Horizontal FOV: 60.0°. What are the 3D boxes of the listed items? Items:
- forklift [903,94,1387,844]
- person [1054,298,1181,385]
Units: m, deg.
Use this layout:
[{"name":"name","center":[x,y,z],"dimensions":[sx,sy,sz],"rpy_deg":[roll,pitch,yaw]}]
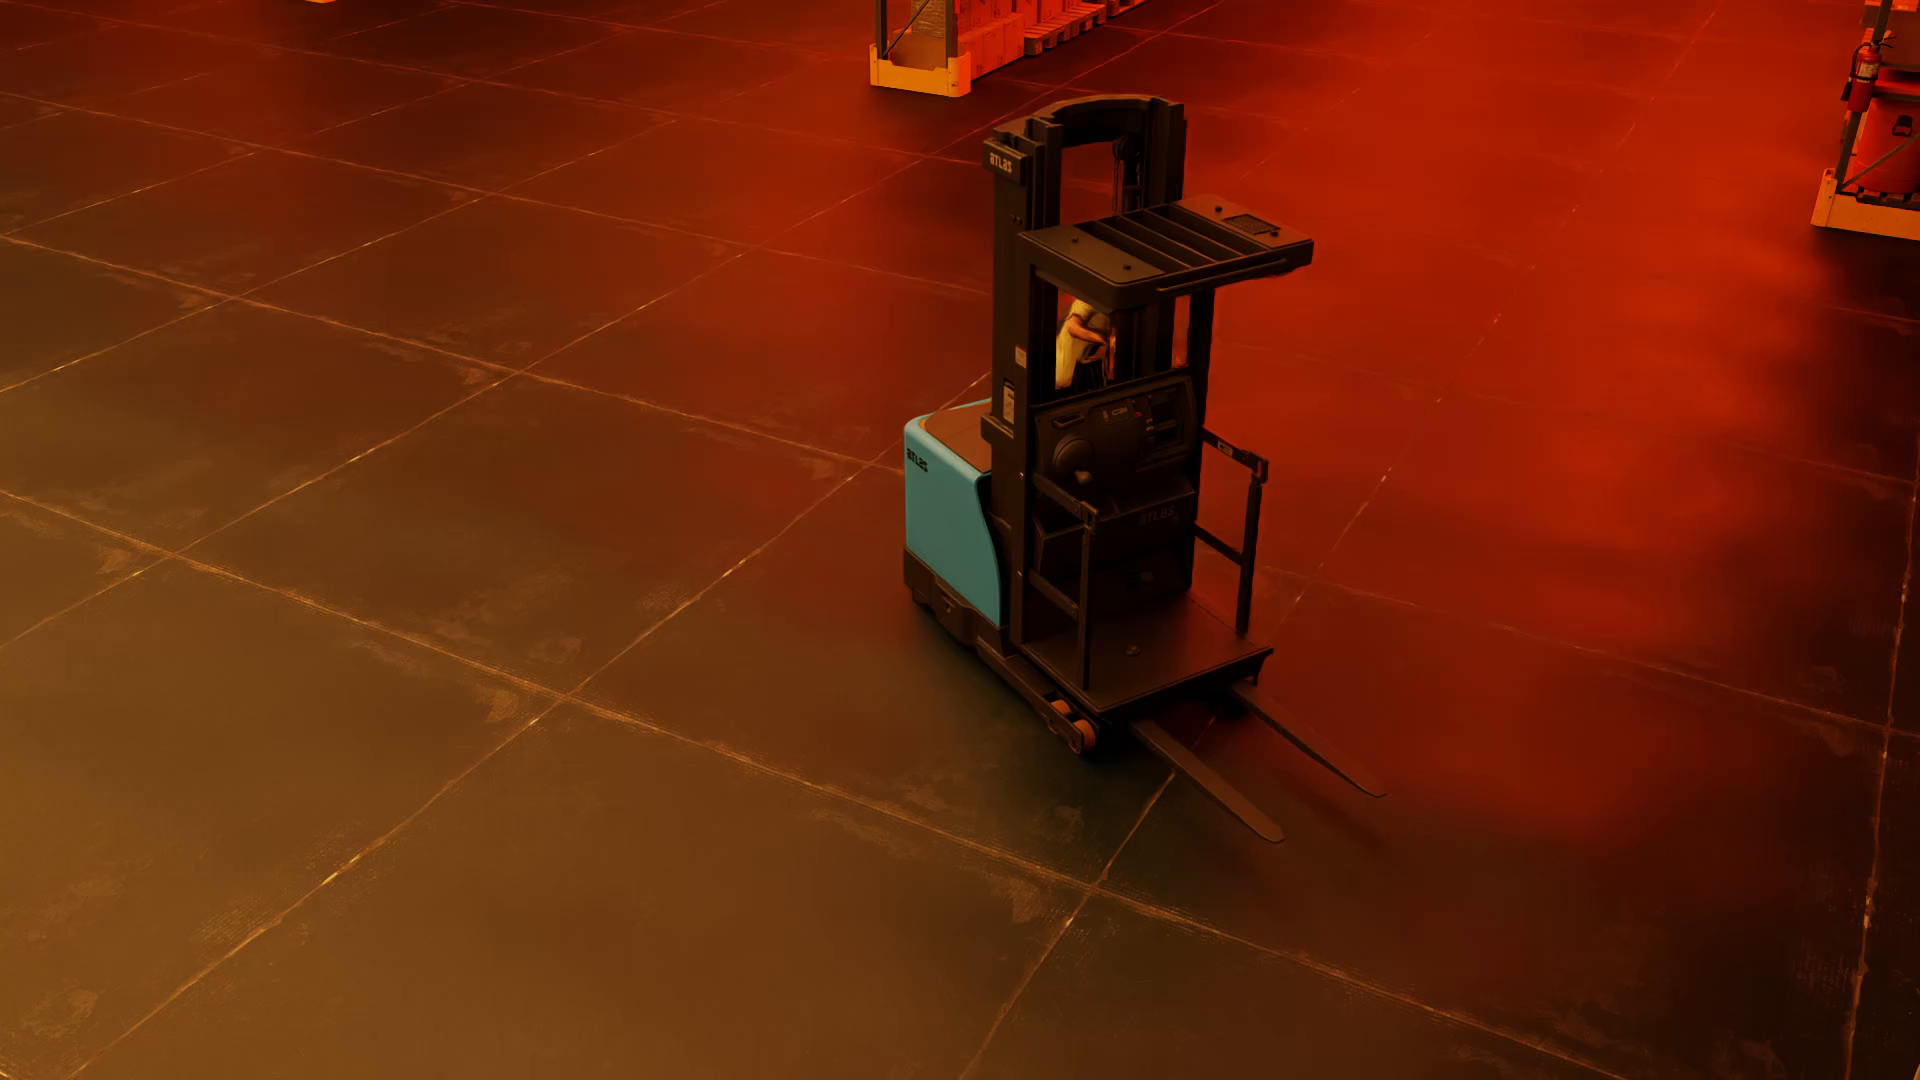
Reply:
[{"name":"forklift","center":[0.875,-0.485,7.911],"dimensions":[1.130,2.935,3.031],"rpy_deg":[-17,34,-27]},{"name":"person","center":[0.957,-1.077,10.499],"dimensions":[0.796,1.417,0.722],"rpy_deg":[8,31,13]}]
